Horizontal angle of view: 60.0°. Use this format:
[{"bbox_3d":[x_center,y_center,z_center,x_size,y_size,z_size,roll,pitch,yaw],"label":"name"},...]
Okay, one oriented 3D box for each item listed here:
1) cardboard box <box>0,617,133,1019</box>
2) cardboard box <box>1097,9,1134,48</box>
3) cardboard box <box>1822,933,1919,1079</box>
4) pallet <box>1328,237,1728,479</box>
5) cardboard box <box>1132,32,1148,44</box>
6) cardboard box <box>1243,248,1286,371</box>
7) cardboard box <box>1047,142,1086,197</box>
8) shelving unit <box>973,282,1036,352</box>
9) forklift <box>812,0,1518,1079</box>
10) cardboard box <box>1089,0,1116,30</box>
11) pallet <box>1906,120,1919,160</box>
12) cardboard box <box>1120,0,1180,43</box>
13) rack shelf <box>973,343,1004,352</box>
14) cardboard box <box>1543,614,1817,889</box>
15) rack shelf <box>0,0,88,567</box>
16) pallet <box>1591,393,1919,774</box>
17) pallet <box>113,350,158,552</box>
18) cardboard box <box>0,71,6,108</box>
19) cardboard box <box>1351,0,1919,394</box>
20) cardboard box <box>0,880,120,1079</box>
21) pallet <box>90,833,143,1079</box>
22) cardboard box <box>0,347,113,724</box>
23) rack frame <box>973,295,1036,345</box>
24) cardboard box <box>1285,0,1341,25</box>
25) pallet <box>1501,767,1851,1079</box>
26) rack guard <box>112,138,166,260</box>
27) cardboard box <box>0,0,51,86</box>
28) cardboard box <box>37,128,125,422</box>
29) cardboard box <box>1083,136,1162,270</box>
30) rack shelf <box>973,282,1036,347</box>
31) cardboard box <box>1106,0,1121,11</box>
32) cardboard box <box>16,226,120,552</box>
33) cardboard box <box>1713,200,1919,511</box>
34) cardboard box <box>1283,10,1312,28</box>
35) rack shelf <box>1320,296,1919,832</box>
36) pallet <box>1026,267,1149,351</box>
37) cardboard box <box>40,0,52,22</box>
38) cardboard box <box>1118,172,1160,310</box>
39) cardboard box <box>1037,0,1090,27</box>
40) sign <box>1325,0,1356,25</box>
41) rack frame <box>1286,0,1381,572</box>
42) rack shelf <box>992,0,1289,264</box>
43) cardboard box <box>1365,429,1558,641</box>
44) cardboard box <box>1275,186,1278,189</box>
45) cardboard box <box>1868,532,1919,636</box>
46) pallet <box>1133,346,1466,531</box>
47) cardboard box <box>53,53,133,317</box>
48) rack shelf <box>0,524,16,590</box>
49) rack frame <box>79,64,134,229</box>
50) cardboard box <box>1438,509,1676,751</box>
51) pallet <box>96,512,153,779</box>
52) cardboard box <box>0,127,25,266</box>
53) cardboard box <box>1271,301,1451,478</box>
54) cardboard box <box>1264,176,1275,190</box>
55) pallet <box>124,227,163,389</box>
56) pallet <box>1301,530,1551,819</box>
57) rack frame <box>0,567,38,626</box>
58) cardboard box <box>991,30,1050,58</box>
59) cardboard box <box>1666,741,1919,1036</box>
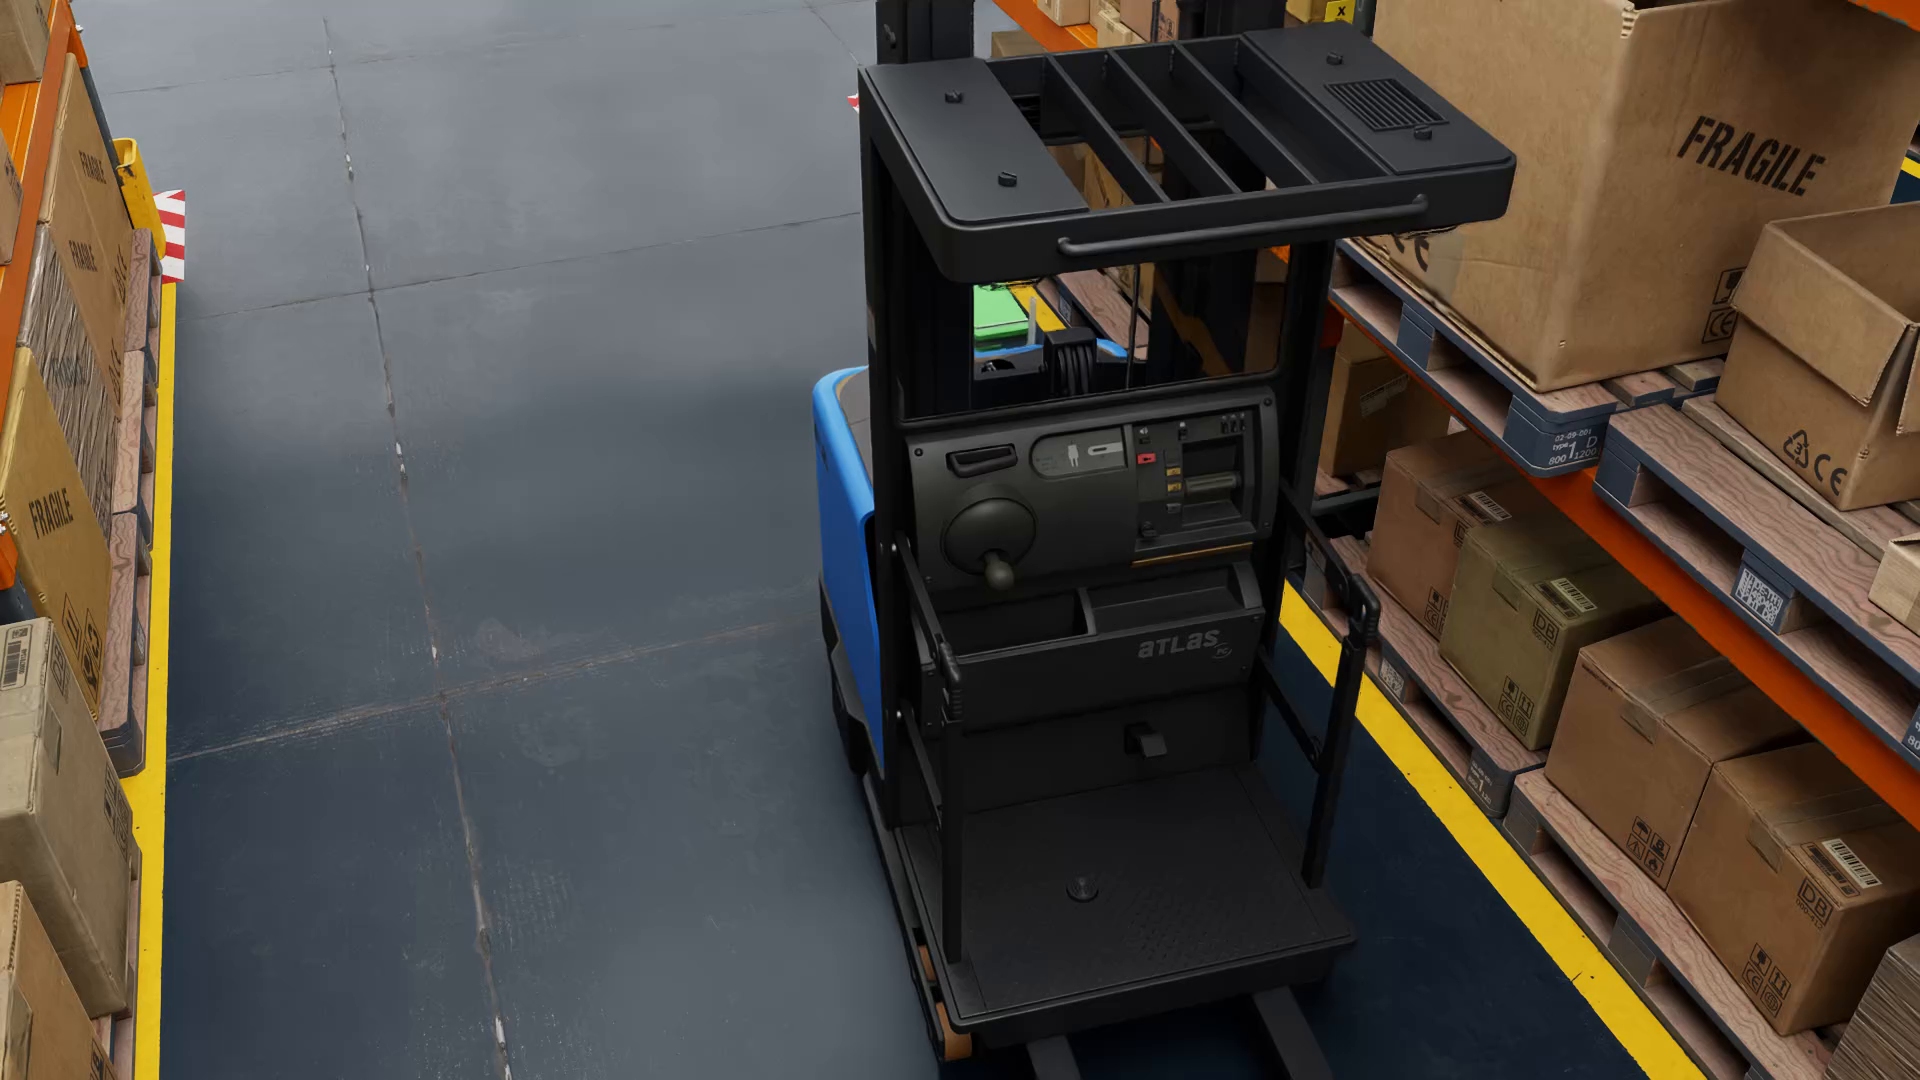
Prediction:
[{"bbox_3d":[-2.769,0.816,4.195,1.050,0.750,0.750,-13,39,-16],"label":"cardboard box"},{"bbox_3d":[0.773,-2.028,6.658,0.380,0.149,0.250,-12,39,-16],"label":"cardboard box"},{"bbox_3d":[2.549,1.180,3.902,0.700,0.500,0.500,-16,40,-20],"label":"cardboard box"},{"bbox_3d":[1.752,-0.679,4.817,1.003,0.211,1.213,-12,39,-16],"label":"pallet"},{"bbox_3d":[0.892,-1.894,6.480,0.380,0.149,0.250,-12,39,-16],"label":"cardboard box"},{"bbox_3d":[1.321,-0.943,6.737,0.500,0.500,0.500,-1,37,-1],"label":"cardboard box"},{"bbox_3d":[0.686,-1.959,8.087,0.500,0.500,0.500,-3,37,-4],"label":"cardboard box"},{"bbox_3d":[0.054,-0.416,5.806,0.258,1.200,0.503,-10,38,-13],"label":"shelving unit"},{"bbox_3d":[0.391,-0.051,3.882,1.130,2.935,3.031,-9,38,-12],"label":"forklift"},{"bbox_3d":[0.759,-2.185,6.866,0.380,0.149,0.250,-12,39,-16],"label":"cardboard box"},{"bbox_3d":[5.660,-2.207,9.005,1.003,0.211,1.213,-12,39,-16],"label":"pallet"},{"bbox_3d":[1.123,-2.194,6.340,0.875,0.500,0.500,-12,39,-16],"label":"cardboard box"},{"bbox_3d":[0.054,-0.557,5.700,0.258,0.148,0.480,-10,38,-13],"label":"rack shelf"},{"bbox_3d":[2.156,0.546,4.744,0.700,0.500,0.500,-16,40,-20],"label":"cardboard box"},{"bbox_3d":[-3.755,-1.090,5.802,1.077,0.370,4.000,-12,39,-16],"label":"rack shelf"},{"bbox_3d":[2.282,0.009,3.904,1.003,0.211,1.213,-12,39,-16],"label":"pallet"},{"bbox_3d":[-3.678,-0.270,6.433,1.003,0.211,1.213,-12,39,-16],"label":"pallet"},{"bbox_3d":[-3.988,-1.718,5.913,0.875,0.550,0.550,-12,39,-16],"label":"cardboard box"},{"bbox_3d":[1.767,-1.147,4.432,1.000,1.000,1.000,-12,39,-16],"label":"cardboard box"},{"bbox_3d":[-2.440,1.361,3.470,1.050,0.750,0.750,-12,39,-16],"label":"cardboard box"},{"bbox_3d":[-2.730,1.287,4.366,1.003,0.211,1.213,-12,39,-16],"label":"pallet"},{"bbox_3d":[-3.217,0.064,5.089,0.875,0.875,0.875,-12,39,-15],"label":"cardboard box"},{"bbox_3d":[0.125,-0.276,5.619,0.240,1.200,0.015,-10,38,-13],"label":"rack frame"},{"bbox_3d":[1.212,-1.973,5.214,0.500,0.500,0.500,-12,39,-16],"label":"cardboard box"},{"bbox_3d":[2.318,1.026,4.712,1.003,0.211,1.213,-12,39,-16],"label":"pallet"},{"bbox_3d":[-4.451,-1.522,7.855,1.175,0.500,0.348,-12,39,-16],"label":"rack guard"},{"bbox_3d":[-4.063,-2.061,6.368,0.875,0.550,0.550,-12,39,-16],"label":"cardboard box"},{"bbox_3d":[-3.843,-0.960,6.448,0.875,0.875,0.875,-13,39,-17],"label":"cardboard box"},{"bbox_3d":[0.883,-1.602,7.612,0.500,0.500,0.500,-9,38,-12],"label":"cardboard box"},{"bbox_3d":[0.054,-0.749,5.555,0.258,0.148,0.480,-10,38,-13],"label":"rack shelf"},{"bbox_3d":[0.989,-2.485,6.726,0.875,0.500,0.500,-12,39,-16],"label":"cardboard box"},{"bbox_3d":[-3.531,-0.445,5.764,0.875,0.875,0.875,-12,39,-16],"label":"cardboard box"},{"bbox_3d":[2.308,-0.466,3.941,0.797,0.503,0.637,-9,38,-11],"label":"cardboard box"},{"bbox_3d":[1.528,-1.643,5.608,0.875,0.500,0.500,-12,39,-16],"label":"cardboard box"},{"bbox_3d":[2.313,0.200,4.089,1.077,0.370,4.000,-12,39,-16],"label":"rack shelf"},{"bbox_3d":[0.937,-1.166,7.622,1.003,0.211,1.213,-12,39,-16],"label":"pallet"},{"bbox_3d":[-4.273,-2.367,6.774,0.875,0.550,0.550,-12,39,-16],"label":"cardboard box"},{"bbox_3d":[1.033,-1.277,7.181,0.500,0.500,0.500,-16,40,-20],"label":"cardboard box"},{"bbox_3d":[0.548,-2.299,7.017,0.380,0.149,0.250,-12,39,-16],"label":"cardboard box"},{"bbox_3d":[1.118,-1.446,4.957,0.100,0.325,0.005,-12,39,-16],"label":"sign"},{"bbox_3d":[1.625,-1.217,5.373,1.000,3.000,0.127,-12,39,-16],"label":"rack frame"},{"bbox_3d":[0.937,-2.060,7.089,1.077,0.370,4.000,-12,39,-16],"label":"rack shelf"},{"bbox_3d":[1.816,-0.043,5.526,0.700,0.500,0.500,-15,40,-19],"label":"cardboard box"},{"bbox_3d":[1.275,-1.177,5.529,0.380,0.149,0.250,-12,39,-16],"label":"cardboard box"},{"bbox_3d":[2.174,0.042,3.463,0.396,0.266,0.258,-14,39,-17],"label":"cardboard box"},{"bbox_3d":[1.361,-0.475,6.706,1.003,0.211,1.213,-12,39,-16],"label":"pallet"},{"bbox_3d":[-4.148,-1.457,7.108,0.875,0.875,0.875,-12,39,-16],"label":"cardboard box"},{"bbox_3d":[-2.378,1.170,2.802,1.077,0.370,4.000,-12,39,-16],"label":"rack shelf"},{"bbox_3d":[-4.443,-2.507,7.085,1.000,3.000,0.127,-12,39,-16],"label":"rack frame"},{"bbox_3d":[1.963,0.230,5.163,0.700,0.500,0.500,-13,39,-16],"label":"cardboard box"},{"bbox_3d":[-3.255,0.421,5.516,1.003,0.211,1.213,-12,39,-16],"label":"pallet"},{"bbox_3d":[-3.491,-1.149,5.157,0.875,0.550,0.550,-12,39,-16],"label":"cardboard box"},{"bbox_3d":[1.525,-0.621,6.310,0.500,0.500,0.500,-14,39,-17],"label":"cardboard box"},{"bbox_3d":[1.198,-1.321,5.719,0.380,0.149,0.250,-12,39,-16],"label":"cardboard box"},{"bbox_3d":[-4.095,-0.958,7.346,1.003,0.211,1.213,-12,39,-16],"label":"pallet"},{"bbox_3d":[1.894,0.336,5.628,1.003,0.211,1.213,-12,39,-16],"label":"pallet"},{"bbox_3d":[-3.067,-0.247,4.085,1.000,3.000,0.127,-12,39,-16],"label":"rack frame"},{"bbox_3d":[0.448,-2.290,8.526,0.500,0.500,0.500,-6,37,-7],"label":"cardboard box"},{"bbox_3d":[2.348,0.861,4.325,0.700,0.500,0.500,-9,38,-12],"label":"cardboard box"}]
